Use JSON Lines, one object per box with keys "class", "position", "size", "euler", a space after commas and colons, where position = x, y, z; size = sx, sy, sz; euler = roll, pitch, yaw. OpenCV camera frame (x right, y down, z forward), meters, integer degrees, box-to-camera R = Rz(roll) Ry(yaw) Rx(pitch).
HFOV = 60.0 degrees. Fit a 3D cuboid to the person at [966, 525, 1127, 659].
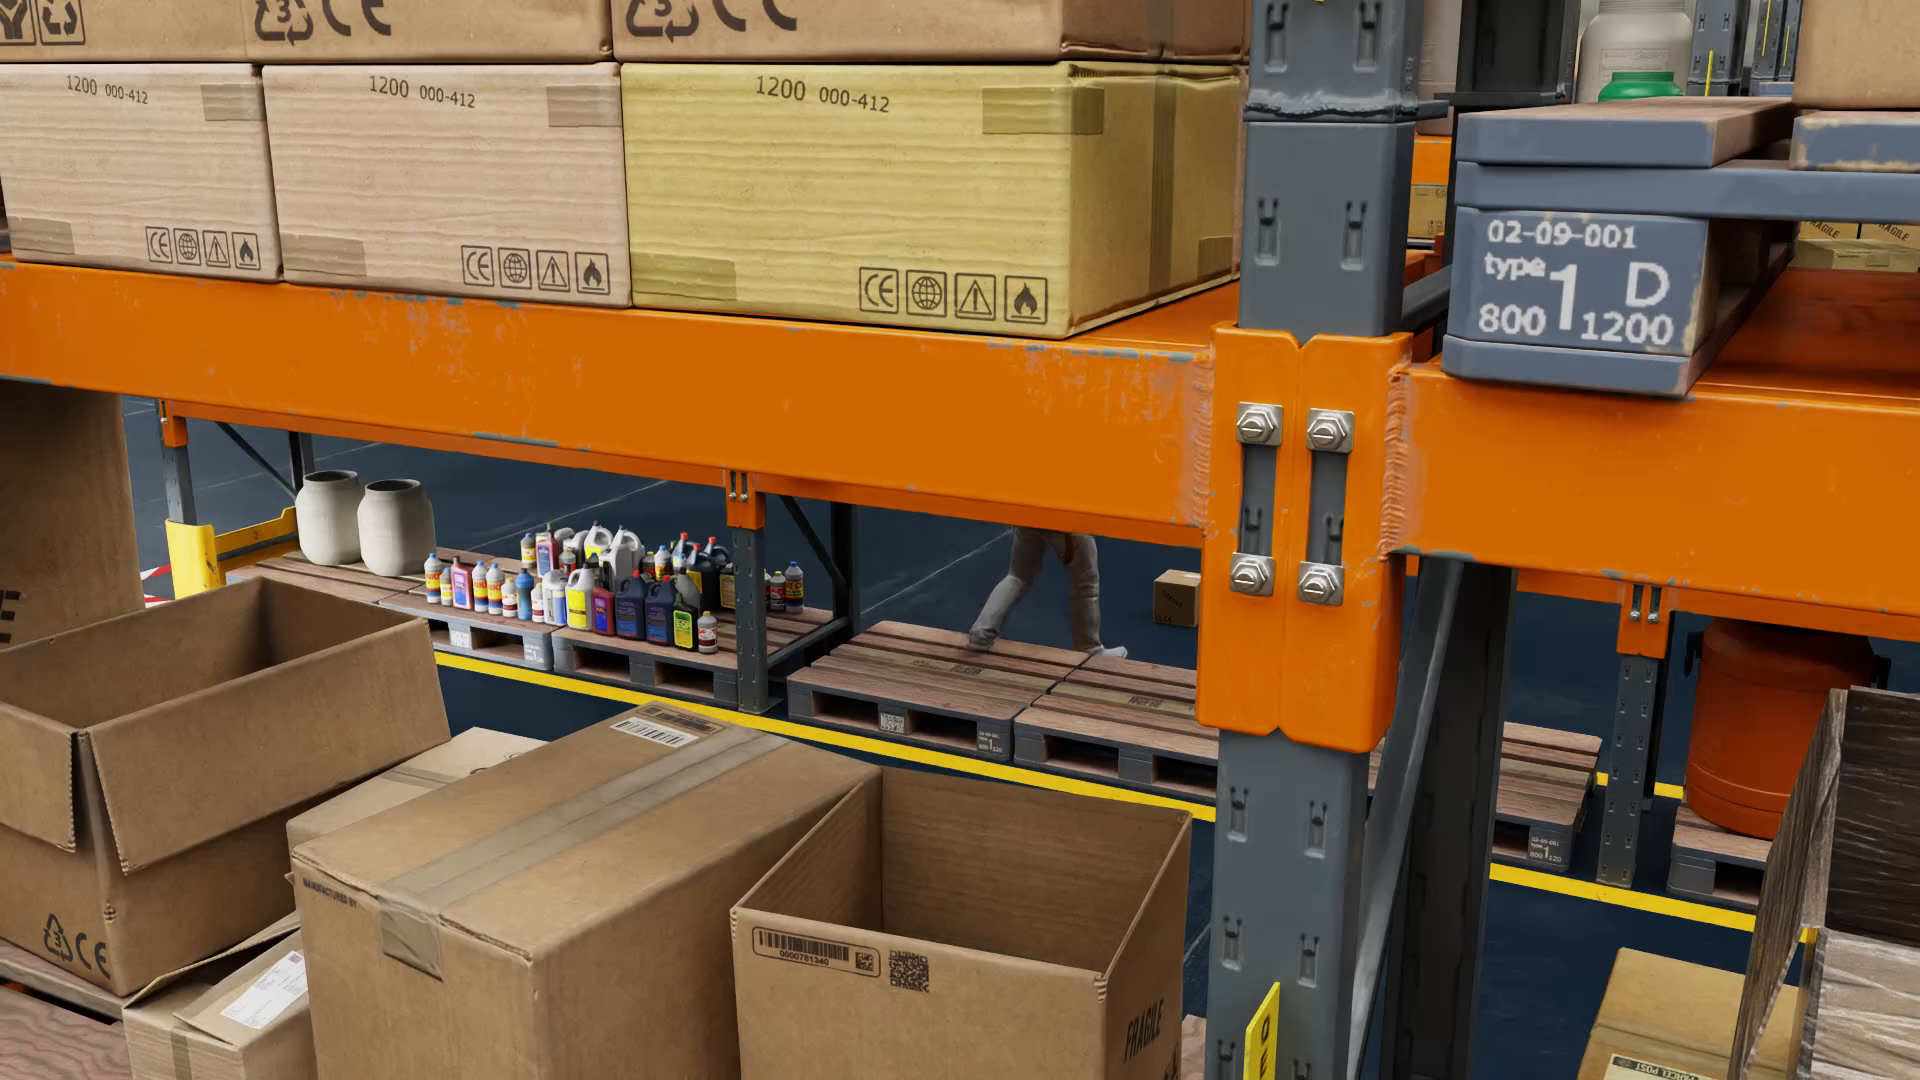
{"class": "person", "position": [0.428, -0.140, 8.492], "size": [0.927, 1.744, 0.614], "euler": [-12, 20, -37]}
